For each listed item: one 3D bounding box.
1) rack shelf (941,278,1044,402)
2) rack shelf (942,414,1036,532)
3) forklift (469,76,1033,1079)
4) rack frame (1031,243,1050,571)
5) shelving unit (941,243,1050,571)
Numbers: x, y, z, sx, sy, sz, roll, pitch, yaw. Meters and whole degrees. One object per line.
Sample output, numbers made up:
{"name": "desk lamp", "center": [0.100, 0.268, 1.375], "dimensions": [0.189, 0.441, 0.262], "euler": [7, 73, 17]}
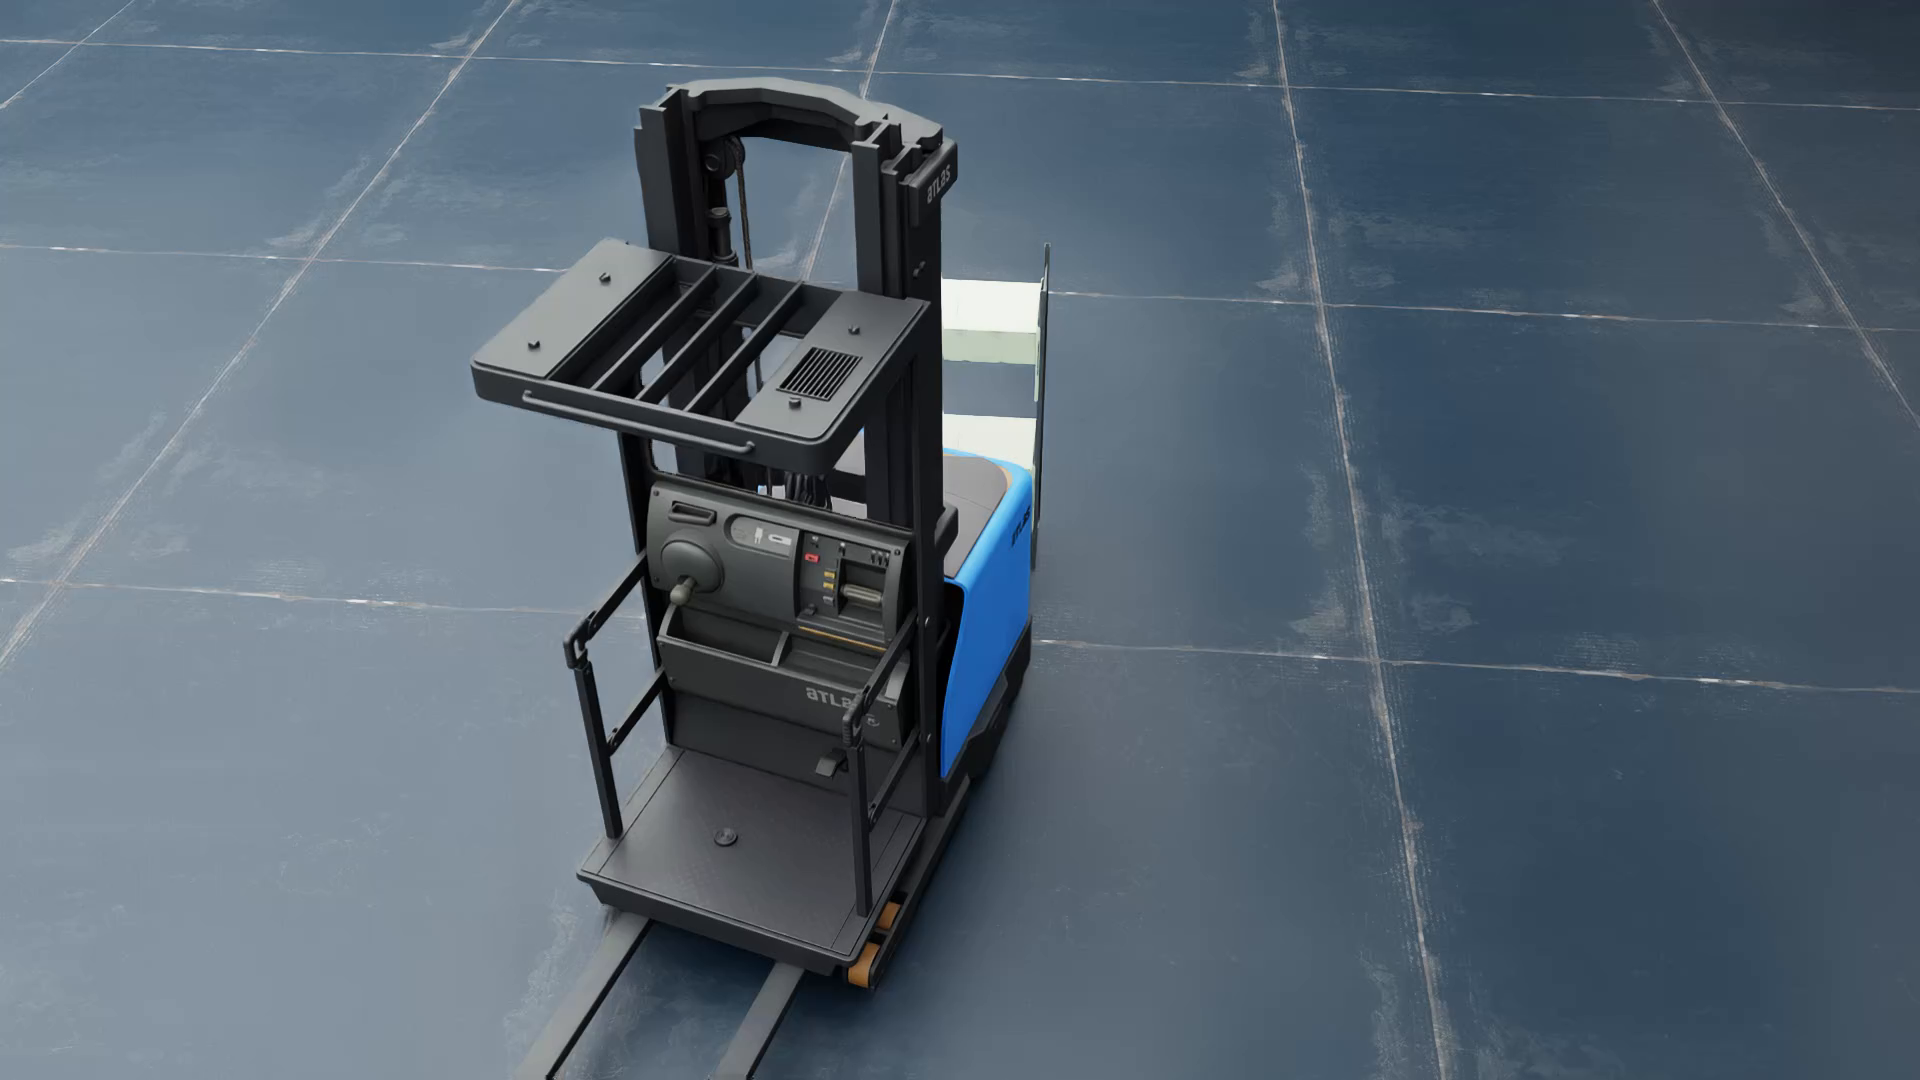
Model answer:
{"name": "rack shelf", "center": [-0.007, -0.885, 7.201], "dimensions": [0.720, 0.370, 0.431], "euler": [3, 39, 4]}
{"name": "rack shelf", "center": [-0.007, -0.329, 7.653], "dimensions": [0.720, 0.370, 0.431], "euler": [3, 39, 4]}
{"name": "forklift", "center": [-0.697, 0.162, 5.399], "dimensions": [1.130, 2.935, 3.031], "euler": [14, 41, 16]}
{"name": "rack frame", "center": [0.358, -0.562, 7.423], "dimensions": [0.023, 1.500, 0.400], "euler": [3, 39, 4]}
{"name": "shelving unit", "center": [-0.007, -0.582, 7.447], "dimensions": [0.755, 1.500, 0.431], "euler": [3, 39, 4]}
